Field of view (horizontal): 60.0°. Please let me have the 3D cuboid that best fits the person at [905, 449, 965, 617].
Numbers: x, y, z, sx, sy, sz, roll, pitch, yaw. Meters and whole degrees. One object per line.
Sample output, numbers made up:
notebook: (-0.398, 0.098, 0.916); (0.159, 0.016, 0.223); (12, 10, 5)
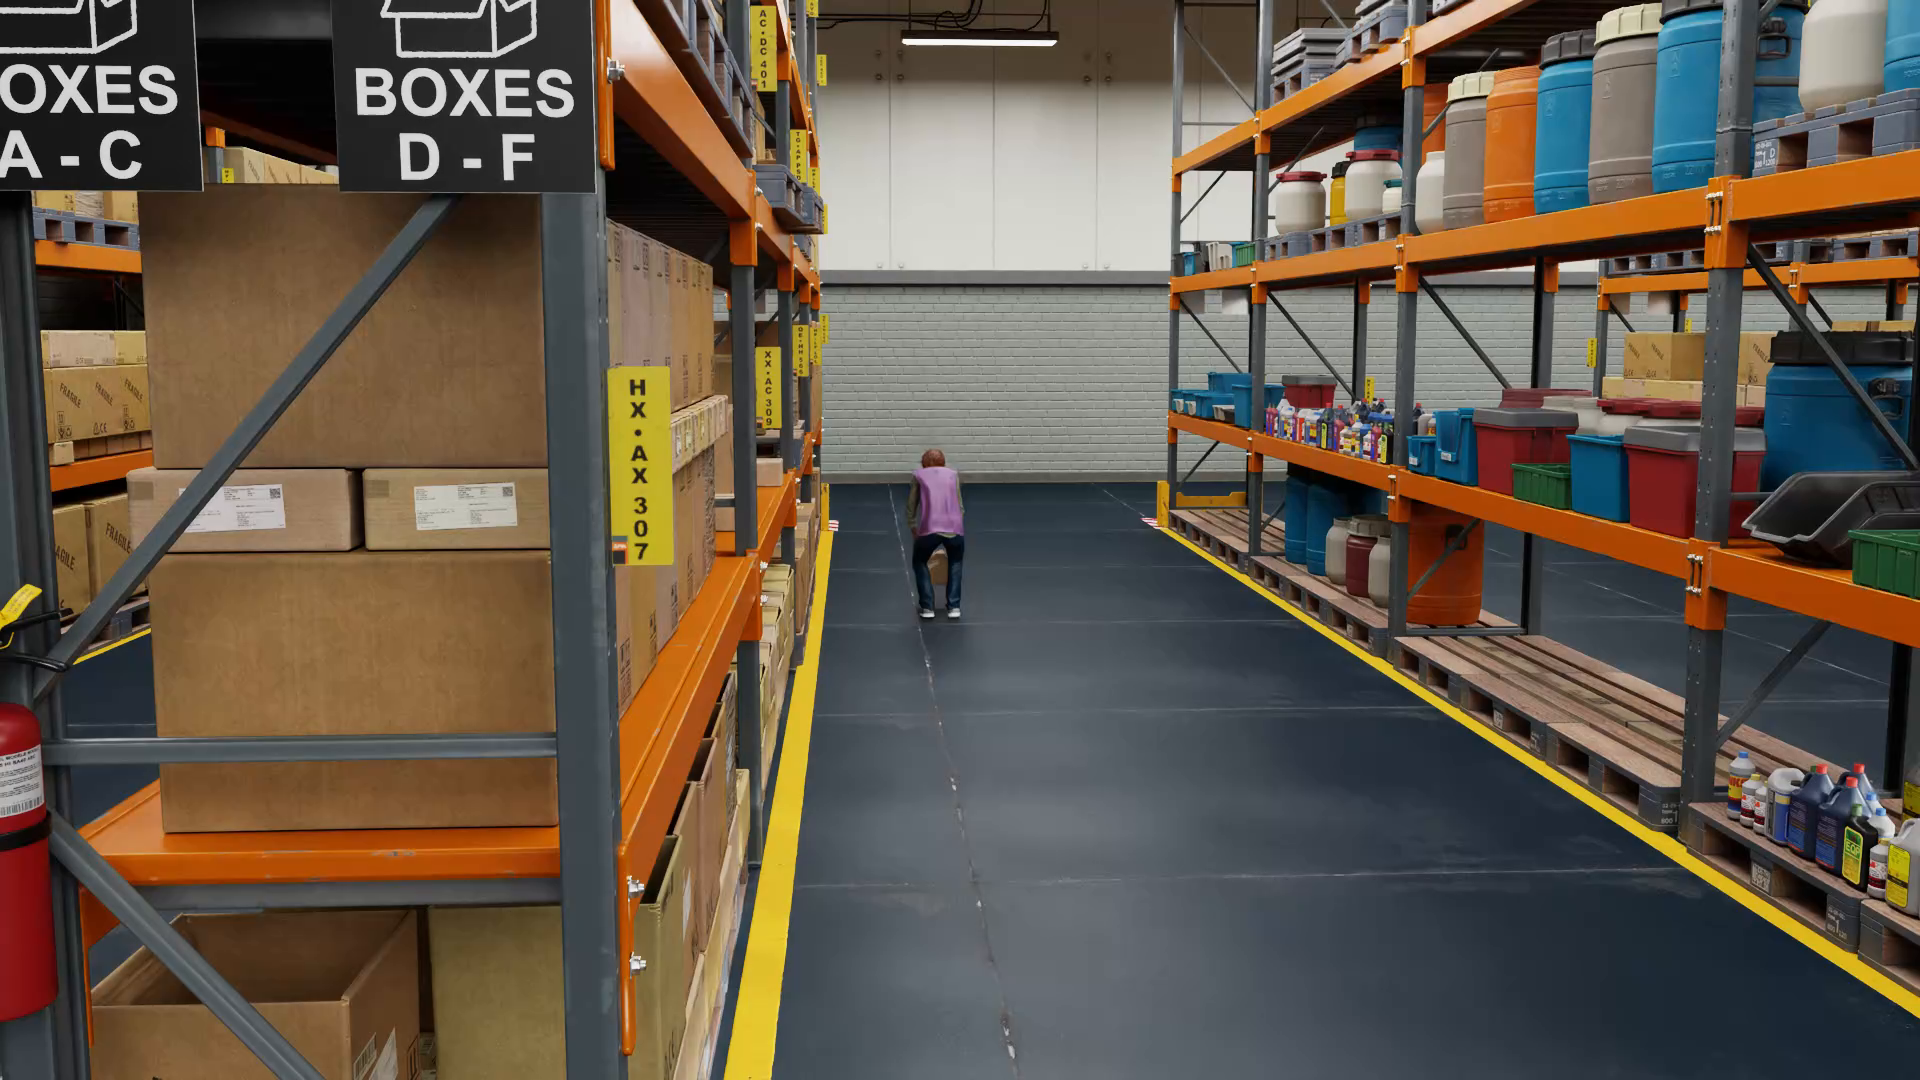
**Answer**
person: (-0.192, -0.047, 12.916); (0.463, 1.299, 0.655); (0, 7, -4)
